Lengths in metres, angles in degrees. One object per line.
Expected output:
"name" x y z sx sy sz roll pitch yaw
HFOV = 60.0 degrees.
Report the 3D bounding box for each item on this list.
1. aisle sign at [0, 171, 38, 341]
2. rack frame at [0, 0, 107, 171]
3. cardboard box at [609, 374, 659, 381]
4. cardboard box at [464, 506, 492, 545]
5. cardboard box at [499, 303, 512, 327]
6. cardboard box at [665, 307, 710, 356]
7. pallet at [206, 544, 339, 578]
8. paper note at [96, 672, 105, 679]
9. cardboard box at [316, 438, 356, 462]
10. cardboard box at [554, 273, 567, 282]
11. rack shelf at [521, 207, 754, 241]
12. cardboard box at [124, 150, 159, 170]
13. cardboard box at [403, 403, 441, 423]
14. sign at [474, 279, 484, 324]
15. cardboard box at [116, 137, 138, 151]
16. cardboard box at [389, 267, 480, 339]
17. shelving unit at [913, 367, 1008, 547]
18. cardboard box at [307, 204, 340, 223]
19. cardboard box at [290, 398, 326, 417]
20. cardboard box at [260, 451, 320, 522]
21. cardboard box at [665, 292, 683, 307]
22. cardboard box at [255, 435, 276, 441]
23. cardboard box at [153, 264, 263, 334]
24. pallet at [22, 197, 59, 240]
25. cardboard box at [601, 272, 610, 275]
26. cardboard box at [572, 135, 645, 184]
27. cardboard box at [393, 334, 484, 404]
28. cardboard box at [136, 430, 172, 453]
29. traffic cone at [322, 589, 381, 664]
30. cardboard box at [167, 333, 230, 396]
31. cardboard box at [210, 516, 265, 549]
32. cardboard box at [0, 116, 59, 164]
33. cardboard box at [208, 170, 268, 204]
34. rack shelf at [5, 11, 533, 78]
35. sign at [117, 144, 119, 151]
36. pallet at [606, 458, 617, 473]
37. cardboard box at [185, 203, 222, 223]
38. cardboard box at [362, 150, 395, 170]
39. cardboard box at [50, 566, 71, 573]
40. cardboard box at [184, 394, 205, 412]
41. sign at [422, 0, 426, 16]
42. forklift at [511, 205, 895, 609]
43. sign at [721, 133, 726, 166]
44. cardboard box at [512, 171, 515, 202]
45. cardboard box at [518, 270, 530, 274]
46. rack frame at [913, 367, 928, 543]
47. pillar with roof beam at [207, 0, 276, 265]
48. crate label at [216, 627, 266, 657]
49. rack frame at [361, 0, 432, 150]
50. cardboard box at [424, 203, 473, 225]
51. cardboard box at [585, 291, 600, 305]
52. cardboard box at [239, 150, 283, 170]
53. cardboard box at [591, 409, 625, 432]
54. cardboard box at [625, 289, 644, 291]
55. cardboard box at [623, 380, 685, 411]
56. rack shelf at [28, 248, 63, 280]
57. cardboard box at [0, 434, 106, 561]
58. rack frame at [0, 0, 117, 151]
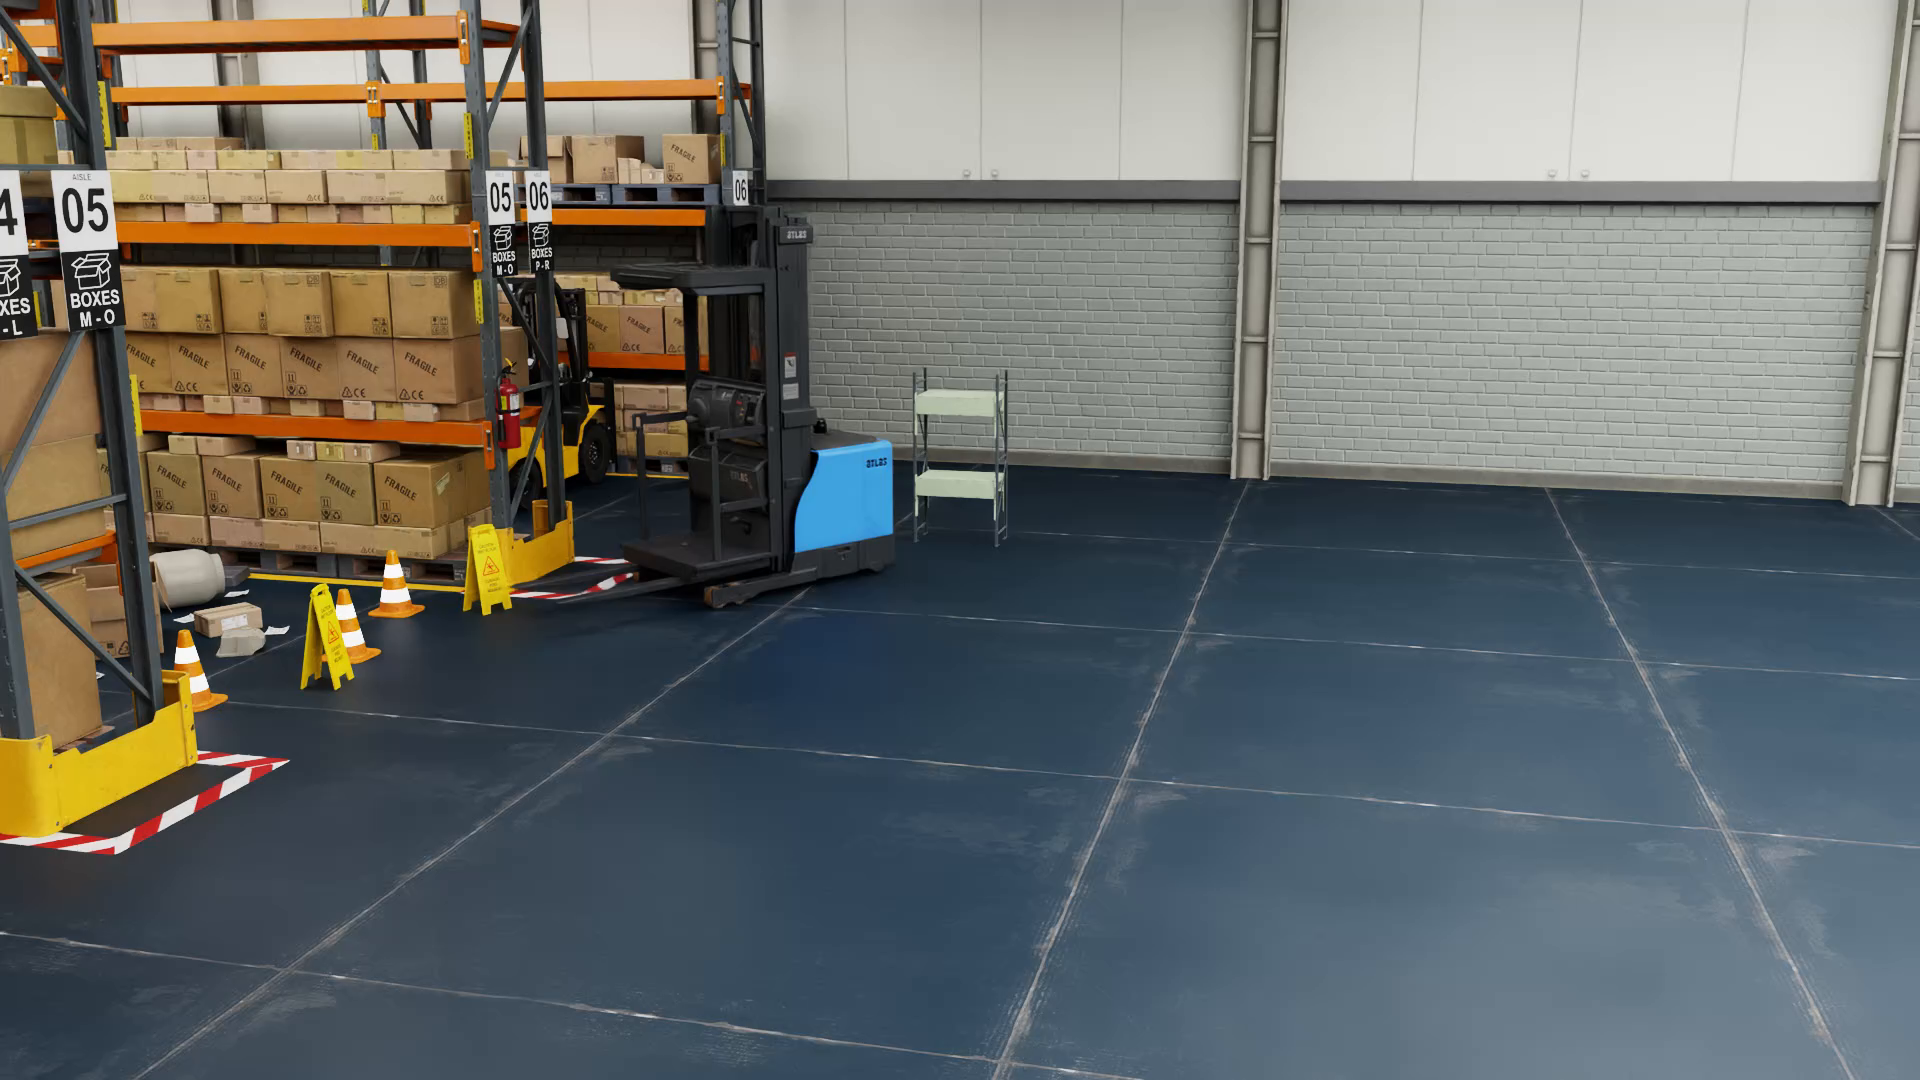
"aisle sign" -4.541 -1.337 7.832 0.004 0.787 0.394 3 13 14
"rack frame" -4.538 -3.063 7.765 0.127 3.000 1.000 3 13 14
"cardboard box" -3.655 -1.694 18.512 0.500 0.250 0.500 3 13 13
"cardboard box" -4.167 -0.143 13.833 0.500 0.250 0.500 3 13 13
"cardboard box" -4.778 -2.354 18.186 0.500 0.500 0.500 3 13 13
"cardboard box" -2.805 -2.244 17.691 0.500 0.500 0.500 3 13 12
"pallet" -5.485 0.063 13.961 1.213 0.211 1.003 3 13 14
"paper note" -5.613 0.880 10.703 0.142 0.017 0.144 8 15 33
"cardboard box" -4.906 -0.731 13.255 0.250 0.149 0.380 3 13 14
"cardboard box" -4.394 -2.805 18.034 0.250 0.149 0.380 3 13 14
"rack shelf" -4.206 -3.442 18.056 4.000 0.370 1.077 3 13 14
"cardboard box" -6.344 -2.992 13.108 0.250 0.149 0.380 3 13 13
"cardboard box" -4.137 -1.022 12.996 0.250 0.149 0.380 3 13 13
"sign" -3.602 -1.785 12.449 0.005 0.325 0.100 3 13 14
"cardboard box" -9.386 -4.318 18.914 0.500 0.500 0.500 3 13 14
"cardboard box" -3.998 -1.843 12.891 0.500 0.500 0.700 3 13 12
"shelving unit" 0.006 -0.732 14.570 0.755 1.500 0.431 3 13 14
"cardboard box" -4.846 -2.539 12.908 0.250 0.149 0.380 3 13 13
"cardboard box" -5.123 -1.084 13.275 0.250 0.149 0.380 3 13 13
"cardboard box" -5.286 -0.450 13.485 0.500 0.500 0.500 3 13 12
"cardboard box" -2.923 -2.556 17.602 0.250 0.149 0.380 3 13 14
"cardboard box" -6.201 -0.617 14.235 0.500 0.500 0.500 3 13 15
"cardboard box" -5.987 -1.939 13.323 0.500 0.500 0.700 3 13 12
"pallet" -5.261 -1.592 8.263 1.213 0.211 1.003 3 13 14
"cardboard box" -3.775 -2.888 18.410 0.250 0.149 0.380 3 13 12
"cardboard box" -3.723 -4.038 17.650 0.500 0.500 0.700 3 13 14
"cardboard box" -4.043 -1.345 12.953 0.500 0.500 0.500 3 13 13
"cardboard box" -6.718 -0.827 13.686 0.250 0.149 0.380 3 13 14
"traffic cone" -4.112 0.558 11.151 0.334 0.463 0.336 3 13 14
"cardboard box" -5.996 -1.451 13.430 0.500 0.500 0.500 3 13 13
"cardboard box" -5.789 -0.111 13.688 0.500 0.250 0.500 3 13 13
"cardboard box" -4.945 -2.004 8.374 0.500 0.250 0.500 3 13 13
"cardboard box" -5.495 -2.765 13.005 0.500 0.250 0.500 3 13 14
"rack shelf" -5.392 -3.860 13.026 4.000 0.370 1.077 3 13 14
"sign" -7.211 -3.220 14.201 0.005 0.325 0.100 3 13 14
"pallet" -4.198 -0.958 18.564 1.213 0.211 1.003 3 13 14
"cardboard box" -5.859 -2.577 13.078 0.250 0.149 0.380 3 13 12
"cardboard box" -4.342 -2.898 12.684 0.250 0.149 0.380 3 13 13
"cardboard box" -6.672 0.366 11.608 0.503 0.637 0.797 3 13 14
"cardboard box" -6.084 -1.145 13.548 0.250 0.149 0.380 3 13 13
"sign" -5.991 -6.010 18.523 0.005 0.325 0.100 3 13 14
"forklift" -1.954 -1.044 12.672 3.031 2.935 1.130 -11 17 -42
"sign" -2.408 -3.969 16.912 0.005 0.325 0.100 3 13 14
"cardboard box" -3.874 -2.799 13.159 0.500 0.250 0.500 3 13 13
"cardboard box" -4.767 -2.940 18.644 0.250 0.149 0.380 3 13 13
"rack frame" -0.349 -0.751 14.655 0.023 1.500 0.400 3 13 14
"pillar with roof beam" -9.581 -4.785 15.526 0.400 9.000 9.100 3 13 14
"crate label" -4.891 0.689 11.311 0.298 0.136 0.250 -4 13 -16
"rack frame" -6.148 -5.361 18.121 0.127 3.000 1.000 3 13 14
"cardboard box" -3.863 -2.482 12.651 0.250 0.149 0.380 3 13 14
"cardboard box" -3.919 -2.611 17.847 0.250 0.149 0.380 3 13 14
"cardboard box" -5.346 -2.940 12.872 0.250 0.149 0.380 3 13 15
"cardboard box" -3.802 -1.342 18.080 0.500 0.250 0.500 3 13 12
"cardboard box" -3.394 -2.752 17.799 0.250 0.149 0.380 3 13 14
"cardboard box" -3.283 -1.559 17.906 0.500 0.250 0.500 3 13 15
"rack shelf" -6.480 -1.351 8.635 4.000 0.370 1.077 3 13 14
"cardboard box" -4.909 -0.217 8.442 0.550 0.550 0.875 3 13 14
"rack frame" -7.334 -4.317 13.416 0.127 3.000 1.000 3 13 14
